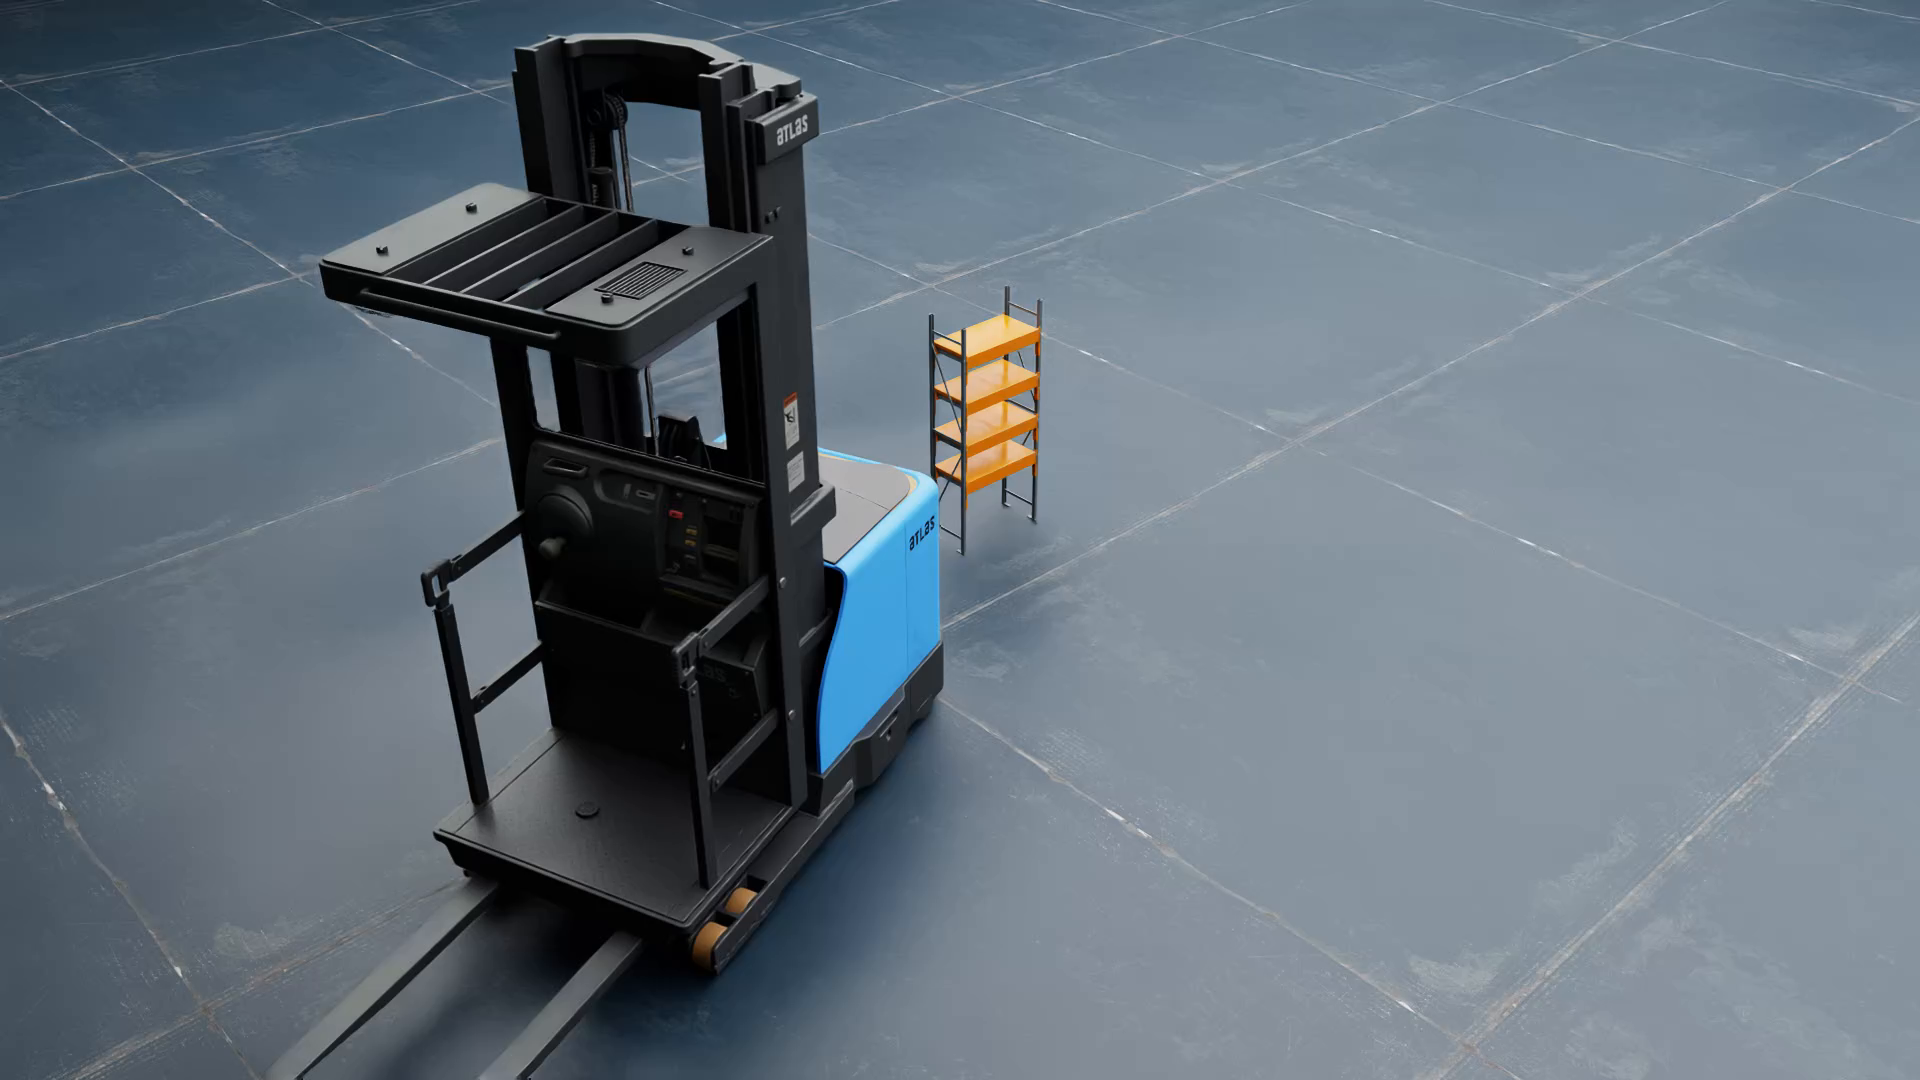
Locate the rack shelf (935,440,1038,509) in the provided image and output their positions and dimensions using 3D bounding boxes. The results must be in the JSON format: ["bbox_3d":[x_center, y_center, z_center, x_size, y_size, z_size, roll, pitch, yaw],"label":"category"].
[{"bbox_3d":[0.121,-0.344,8.172,0.480,0.148,0.258,-26,40,-35],"label":"rack shelf"}]

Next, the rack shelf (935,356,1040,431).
[{"bbox_3d":[0.121,-0.704,7.951,0.480,0.148,0.258,-26,40,-35],"label":"rack shelf"}]

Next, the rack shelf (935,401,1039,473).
[{"bbox_3d":[0.121,-0.513,8.068,0.480,0.148,0.258,-26,40,-35],"label":"rack shelf"}]

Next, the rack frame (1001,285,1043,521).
[{"bbox_3d":[0.300,-0.657,8.175,0.015,1.200,0.240,-26,40,-35],"label":"rack frame"}]

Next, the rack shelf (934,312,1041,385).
[{"bbox_3d":[0.121,-0.906,7.828,0.480,0.148,0.258,-26,40,-35],"label":"rack shelf"}]

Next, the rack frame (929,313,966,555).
[{"bbox_3d":[-0.058,-0.484,7.891,0.015,1.200,0.240,-26,40,-35],"label":"rack frame"}]

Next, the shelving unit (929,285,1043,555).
[{"bbox_3d":[0.121,-0.571,8.033,0.503,1.200,0.258,-26,40,-35],"label":"shelving unit"}]

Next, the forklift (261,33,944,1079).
[{"bbox_3d":[-1.177,-0.014,5.463,1.130,2.935,3.031,15,34,22],"label":"forklift"}]
